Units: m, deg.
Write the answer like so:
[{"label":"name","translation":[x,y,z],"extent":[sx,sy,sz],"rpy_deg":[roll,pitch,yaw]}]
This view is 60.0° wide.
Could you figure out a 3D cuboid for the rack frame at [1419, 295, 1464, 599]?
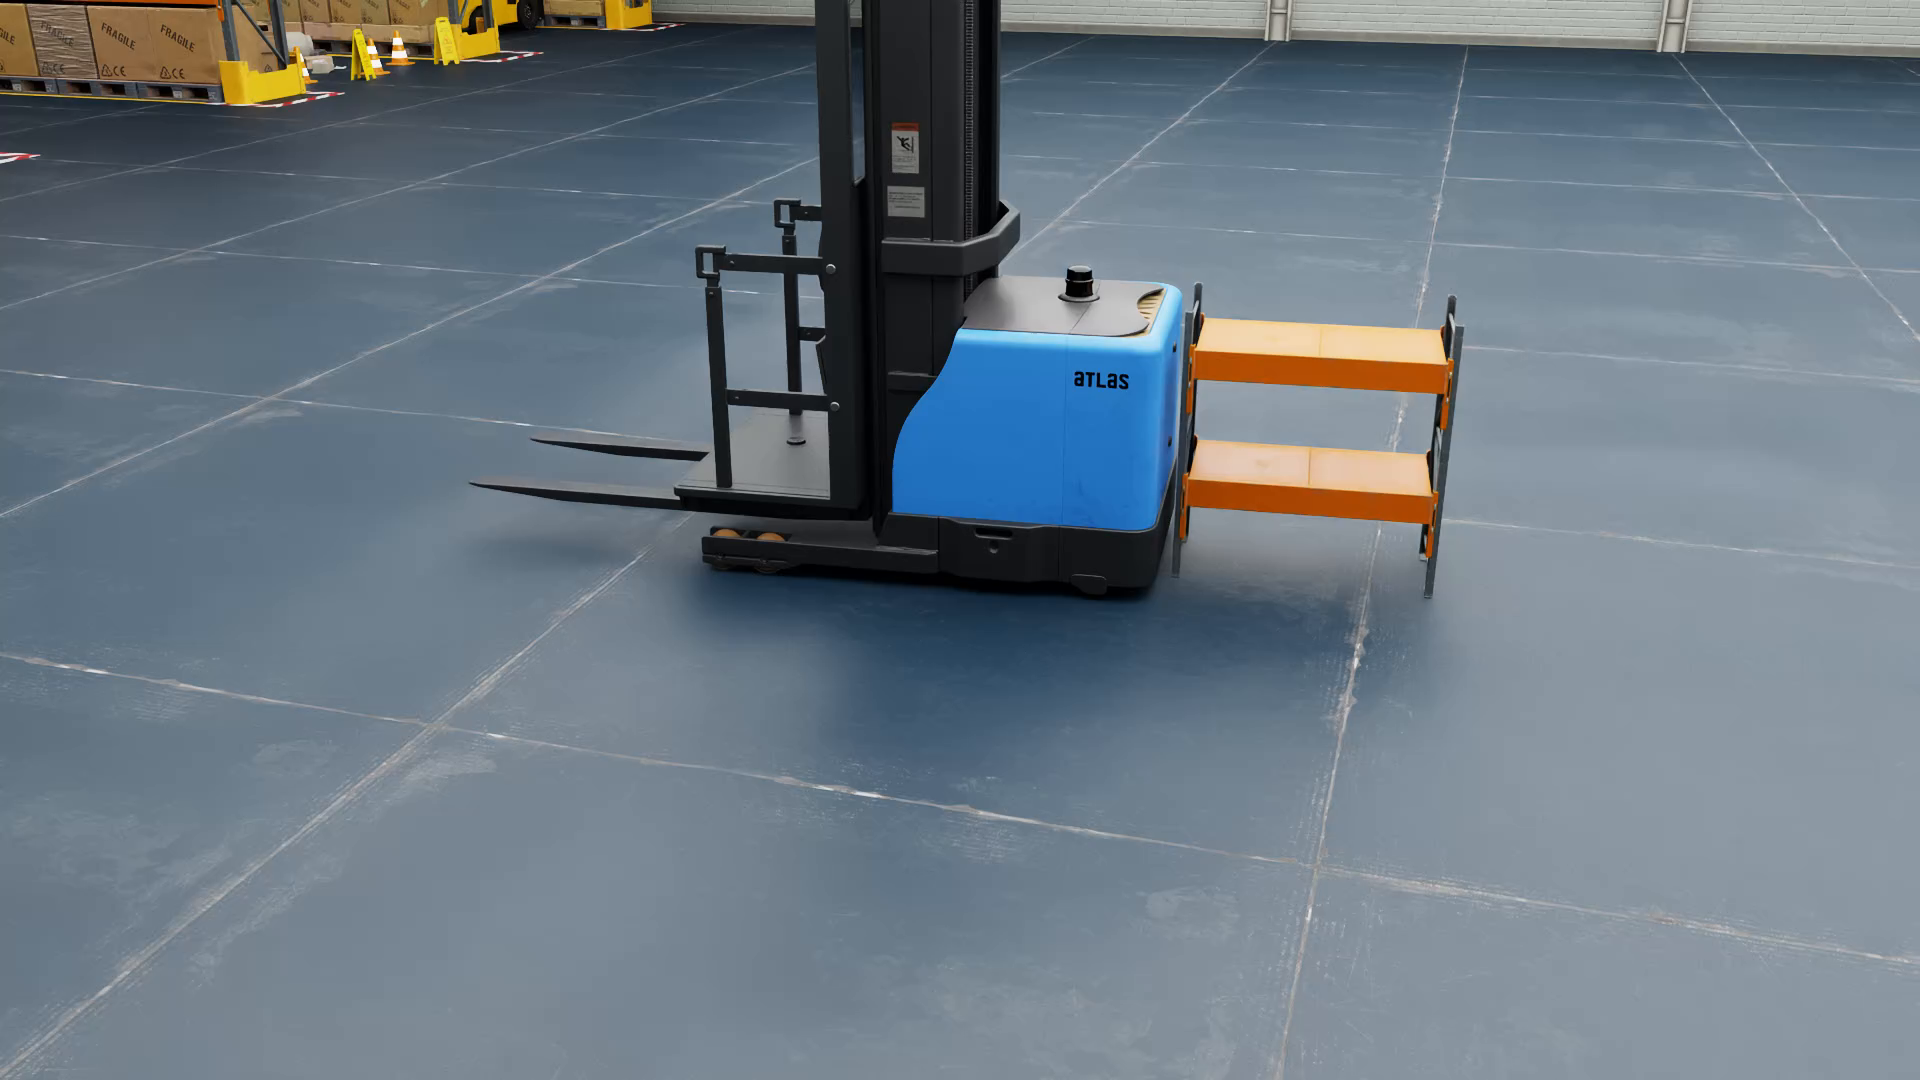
[{"label":"rack frame","translation":[1.938,-0.379,6.711],"extent":[0.032,1.125,0.500],"rpy_deg":[5,23,11]}]

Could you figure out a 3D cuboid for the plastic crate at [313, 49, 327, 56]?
[{"label":"plastic crate","translation":[-9.868,-7.310,24.986],"extent":[0.583,0.080,0.402],"rpy_deg":[-1,22,-3]}]

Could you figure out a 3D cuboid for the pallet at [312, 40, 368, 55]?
[{"label":"pallet","translation":[-9.309,-7.647,25.635],"extent":[1.213,0.211,1.003],"rpy_deg":[7,23,16]}]

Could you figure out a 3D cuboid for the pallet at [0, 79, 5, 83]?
[{"label":"pallet","translation":[-13.228,-6.089,21.835],"extent":[1.213,0.211,1.003],"rpy_deg":[7,23,16]}]

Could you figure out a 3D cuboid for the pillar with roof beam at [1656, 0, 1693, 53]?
[{"label":"pillar with roof beam","translation":[9.708,-10.139,20.129],"extent":[0.400,9.000,9.100],"rpy_deg":[7,23,16]}]

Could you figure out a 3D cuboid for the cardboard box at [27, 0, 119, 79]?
[{"label":"cardboard box","translation":[-11.022,-6.341,21.023],"extent":[0.875,0.875,0.875],"rpy_deg":[7,23,16]}]

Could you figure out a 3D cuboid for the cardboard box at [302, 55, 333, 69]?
[{"label":"cardboard box","translation":[-9.143,-6.783,23.611],"extent":[0.380,0.149,0.250],"rpy_deg":[-20,29,-39]}]

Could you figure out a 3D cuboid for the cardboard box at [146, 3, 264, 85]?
[{"label":"cardboard box","translation":[-9.306,-6.145,20.544],"extent":[0.875,0.875,0.875],"rpy_deg":[7,23,16]}]

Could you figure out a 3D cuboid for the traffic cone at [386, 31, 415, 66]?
[{"label":"traffic cone","translation":[-8.089,-7.097,23.963],"extent":[0.334,0.463,0.336],"rpy_deg":[7,23,16]}]

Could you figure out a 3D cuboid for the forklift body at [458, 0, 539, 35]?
[{"label":"forklift body","translation":[-8.217,-9.649,27.959],"extent":[1.214,2.155,2.313],"rpy_deg":[7,23,16]}]

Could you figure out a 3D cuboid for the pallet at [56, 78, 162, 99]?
[{"label":"pallet","translation":[-10.590,-5.787,21.099],"extent":[1.213,0.211,1.003],"rpy_deg":[7,23,15]}]

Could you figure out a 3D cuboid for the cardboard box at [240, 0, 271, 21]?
[{"label":"cardboard box","translation":[-10.648,-8.237,25.481],"extent":[0.500,0.500,0.500],"rpy_deg":[8,24,18]}]

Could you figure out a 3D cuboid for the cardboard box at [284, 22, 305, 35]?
[{"label":"cardboard box","translation":[-10.133,-7.836,25.491],"extent":[0.500,0.250,0.500],"rpy_deg":[8,24,19]}]

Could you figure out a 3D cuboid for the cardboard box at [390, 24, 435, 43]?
[{"label":"cardboard box","translation":[-8.180,-7.608,24.935],"extent":[0.500,0.250,0.500],"rpy_deg":[6,23,15]}]

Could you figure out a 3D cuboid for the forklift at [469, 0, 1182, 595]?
[{"label":"forklift","translation":[-0.608,-1.405,6.834],"extent":[3.031,2.935,1.130],"rpy_deg":[5,23,11]}]

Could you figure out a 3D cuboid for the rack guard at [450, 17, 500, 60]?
[{"label":"rack guard","translation":[-7.378,-7.544,25.004],"extent":[0.348,0.500,1.175],"rpy_deg":[7,23,16]}]

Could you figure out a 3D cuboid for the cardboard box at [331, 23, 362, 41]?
[{"label":"cardboard box","translation":[-9.153,-7.721,25.209],"extent":[0.500,0.250,0.500],"rpy_deg":[6,23,14]}]

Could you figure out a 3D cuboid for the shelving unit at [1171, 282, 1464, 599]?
[{"label":"shelving unit","translation":[1.441,-0.418,6.808],"extent":[1.048,1.125,0.538],"rpy_deg":[5,23,11]}]

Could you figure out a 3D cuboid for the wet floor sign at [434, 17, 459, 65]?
[{"label":"wet floor sign","translation":[-7.432,-7.194,23.957],"extent":[0.232,0.644,0.267],"rpy_deg":[16,27,34]}]

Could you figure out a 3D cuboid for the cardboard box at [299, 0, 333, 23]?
[{"label":"cardboard box","translation":[-9.636,-8.126,25.208],"extent":[0.500,0.500,0.500],"rpy_deg":[8,24,18]}]

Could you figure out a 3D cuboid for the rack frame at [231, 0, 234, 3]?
[{"label":"rack frame","translation":[-13.534,-11.373,31.045],"extent":[0.127,3.000,1.000],"rpy_deg":[7,23,16]}]

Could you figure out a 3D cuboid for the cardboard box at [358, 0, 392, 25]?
[{"label":"cardboard box","translation":[-8.648,-8.011,24.929],"extent":[0.500,0.500,0.500],"rpy_deg":[7,23,17]}]

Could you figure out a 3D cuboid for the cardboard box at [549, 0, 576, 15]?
[{"label":"cardboard box","translation":[-6.889,-9.413,29.336],"extent":[0.500,0.250,0.500],"rpy_deg":[7,23,15]}]

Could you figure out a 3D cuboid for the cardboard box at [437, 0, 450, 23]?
[{"label":"cardboard box","translation":[-8.020,-8.153,25.275],"extent":[0.500,0.500,0.500],"rpy_deg":[6,23,14]}]

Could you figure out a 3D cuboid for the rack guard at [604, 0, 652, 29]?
[{"label":"rack guard","translation":[-5.852,-9.337,29.375],"extent":[0.348,0.500,1.175],"rpy_deg":[7,23,16]}]

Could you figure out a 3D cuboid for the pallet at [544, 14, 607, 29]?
[{"label":"pallet","translation":[-6.619,-9.275,29.603],"extent":[1.213,0.211,1.003],"rpy_deg":[7,23,16]}]

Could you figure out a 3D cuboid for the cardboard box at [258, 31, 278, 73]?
[{"label":"cardboard box","translation":[-9.718,-6.810,23.210],"extent":[0.637,0.503,0.797],"rpy_deg":[-9,24,-21]}]

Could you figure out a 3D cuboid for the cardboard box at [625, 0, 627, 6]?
[{"label":"cardboard box","translation":[-6.288,-9.544,29.653],"extent":[0.500,0.250,0.500],"rpy_deg":[7,23,16]}]

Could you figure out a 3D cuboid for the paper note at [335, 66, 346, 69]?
[{"label":"paper note","translation":[-8.785,-6.699,23.562],"extent":[0.142,0.019,0.148],"rpy_deg":[-1,22,-3]}]

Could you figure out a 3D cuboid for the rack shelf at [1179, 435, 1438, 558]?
[{"label":"rack shelf","translation":[1.441,-0.192,6.900],"extent":[1.000,0.278,0.538],"rpy_deg":[5,23,11]}]

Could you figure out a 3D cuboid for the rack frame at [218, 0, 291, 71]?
[{"label":"rack frame","translation":[-8.638,-6.883,20.098],"extent":[0.127,3.000,1.000],"rpy_deg":[7,23,16]}]
